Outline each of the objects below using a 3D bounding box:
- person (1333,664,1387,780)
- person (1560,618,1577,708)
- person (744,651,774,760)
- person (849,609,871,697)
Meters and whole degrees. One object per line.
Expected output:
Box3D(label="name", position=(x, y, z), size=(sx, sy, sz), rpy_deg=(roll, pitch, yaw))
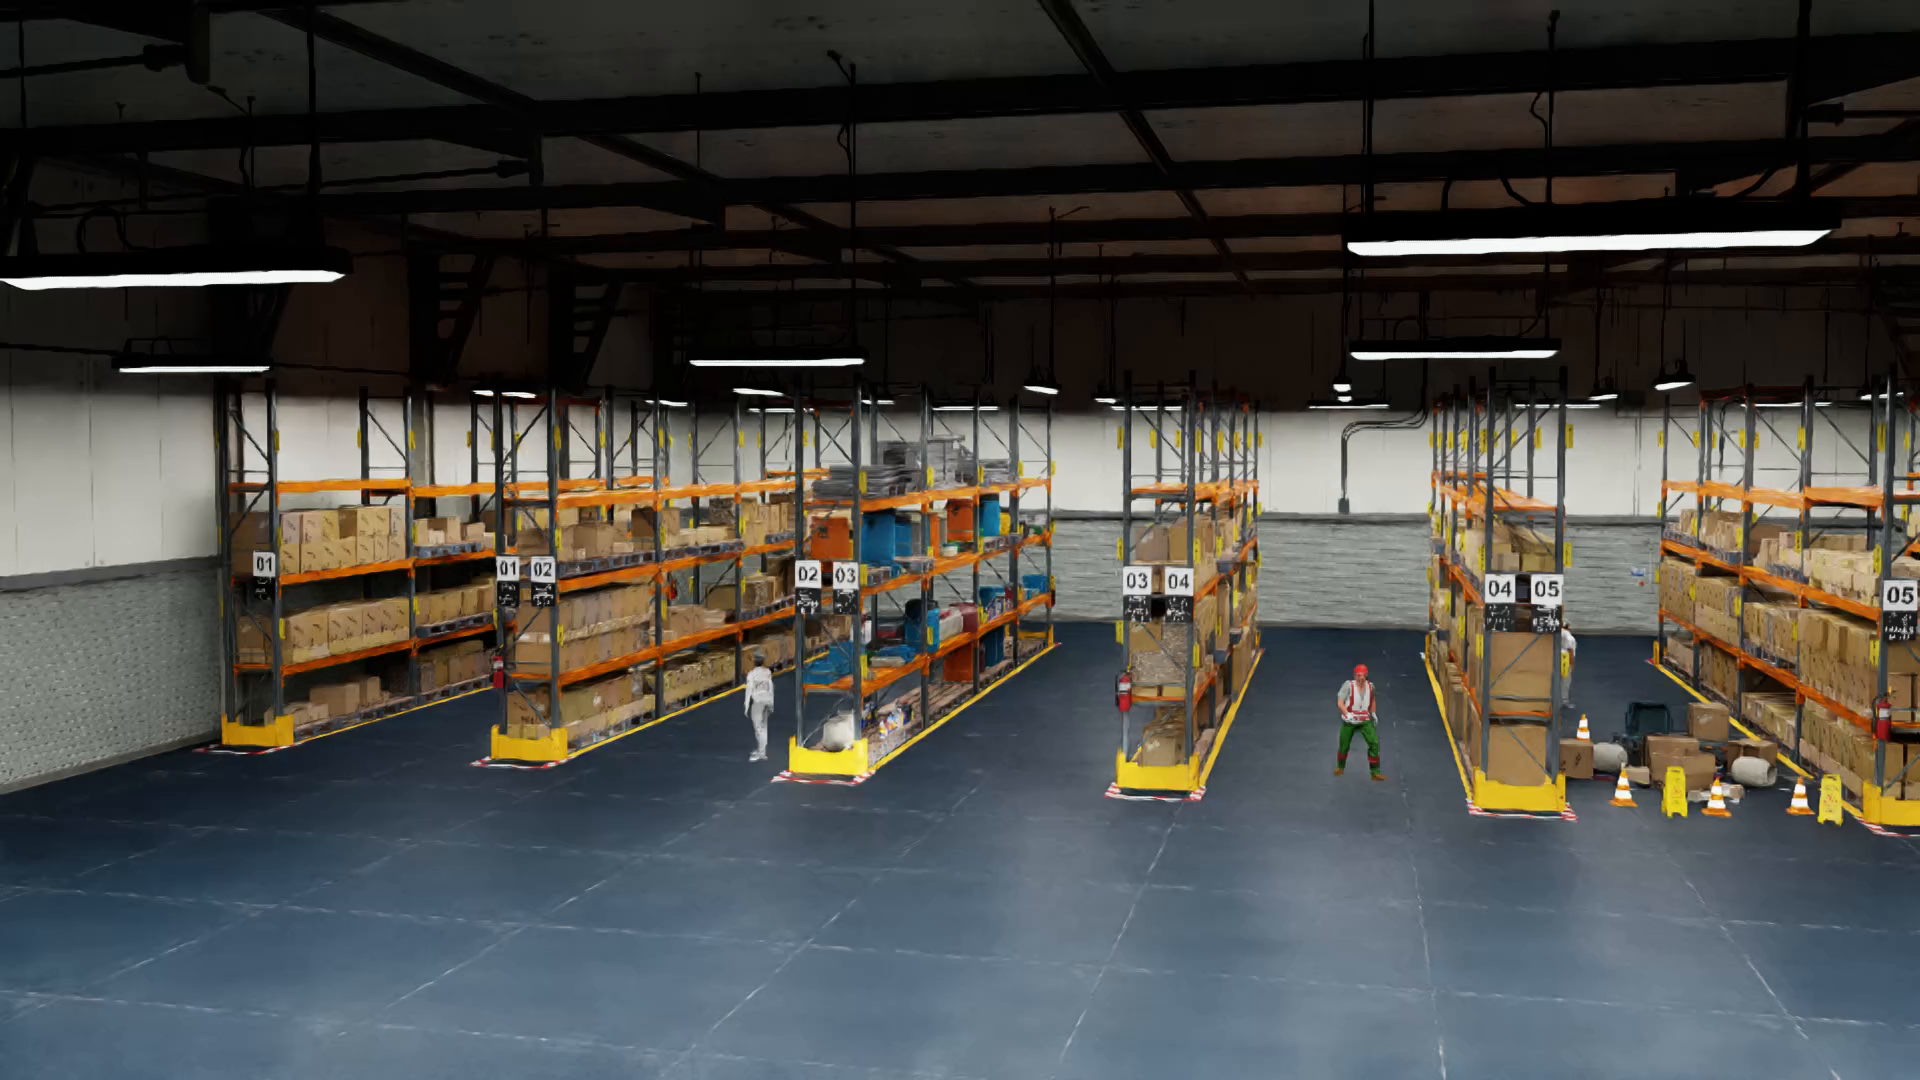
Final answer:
Box3D(label="person", position=(5.878, 2.659, 24.559), size=(0.686, 1.716, 0.838), rpy_deg=(0, 3, -3))
Box3D(label="person", position=(11.338, 2.290, 31.196), size=(0.449, 1.671, 0.534), rpy_deg=(-1, 4, -18))
Box3D(label="person", position=(-3.167, 2.586, 26.136), size=(0.527, 1.664, 0.561), rpy_deg=(3, 5, 41))
Box3D(label="person", position=(-1.887, 2.185, 32.497), size=(0.598, 1.698, 1.194), rpy_deg=(1, 4, 16))
